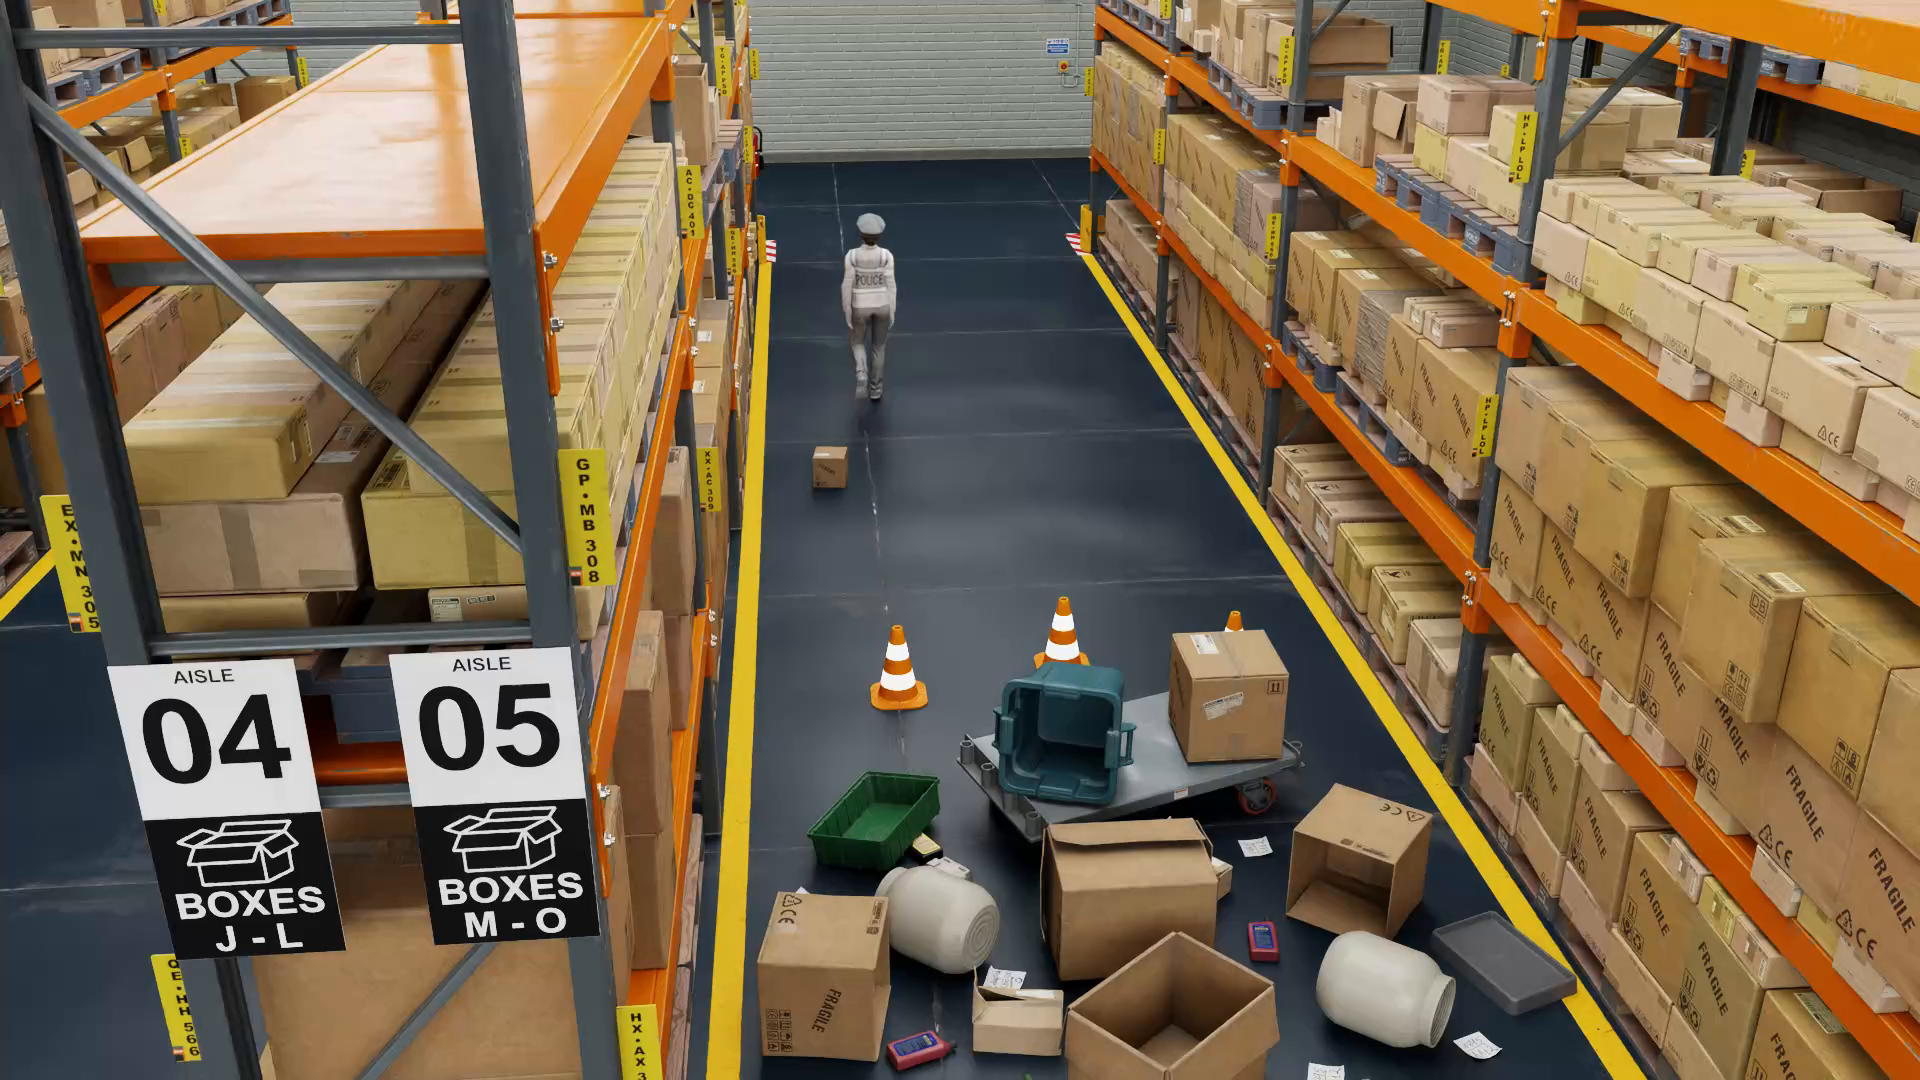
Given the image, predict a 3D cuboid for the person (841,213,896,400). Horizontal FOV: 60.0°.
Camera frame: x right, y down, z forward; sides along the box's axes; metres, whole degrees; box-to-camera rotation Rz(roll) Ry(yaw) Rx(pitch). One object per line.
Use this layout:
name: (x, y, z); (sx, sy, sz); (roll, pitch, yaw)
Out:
person: (-0.797, -2.022, 14.584); (0.485, 1.675, 0.582); (-1, 24, -3)
